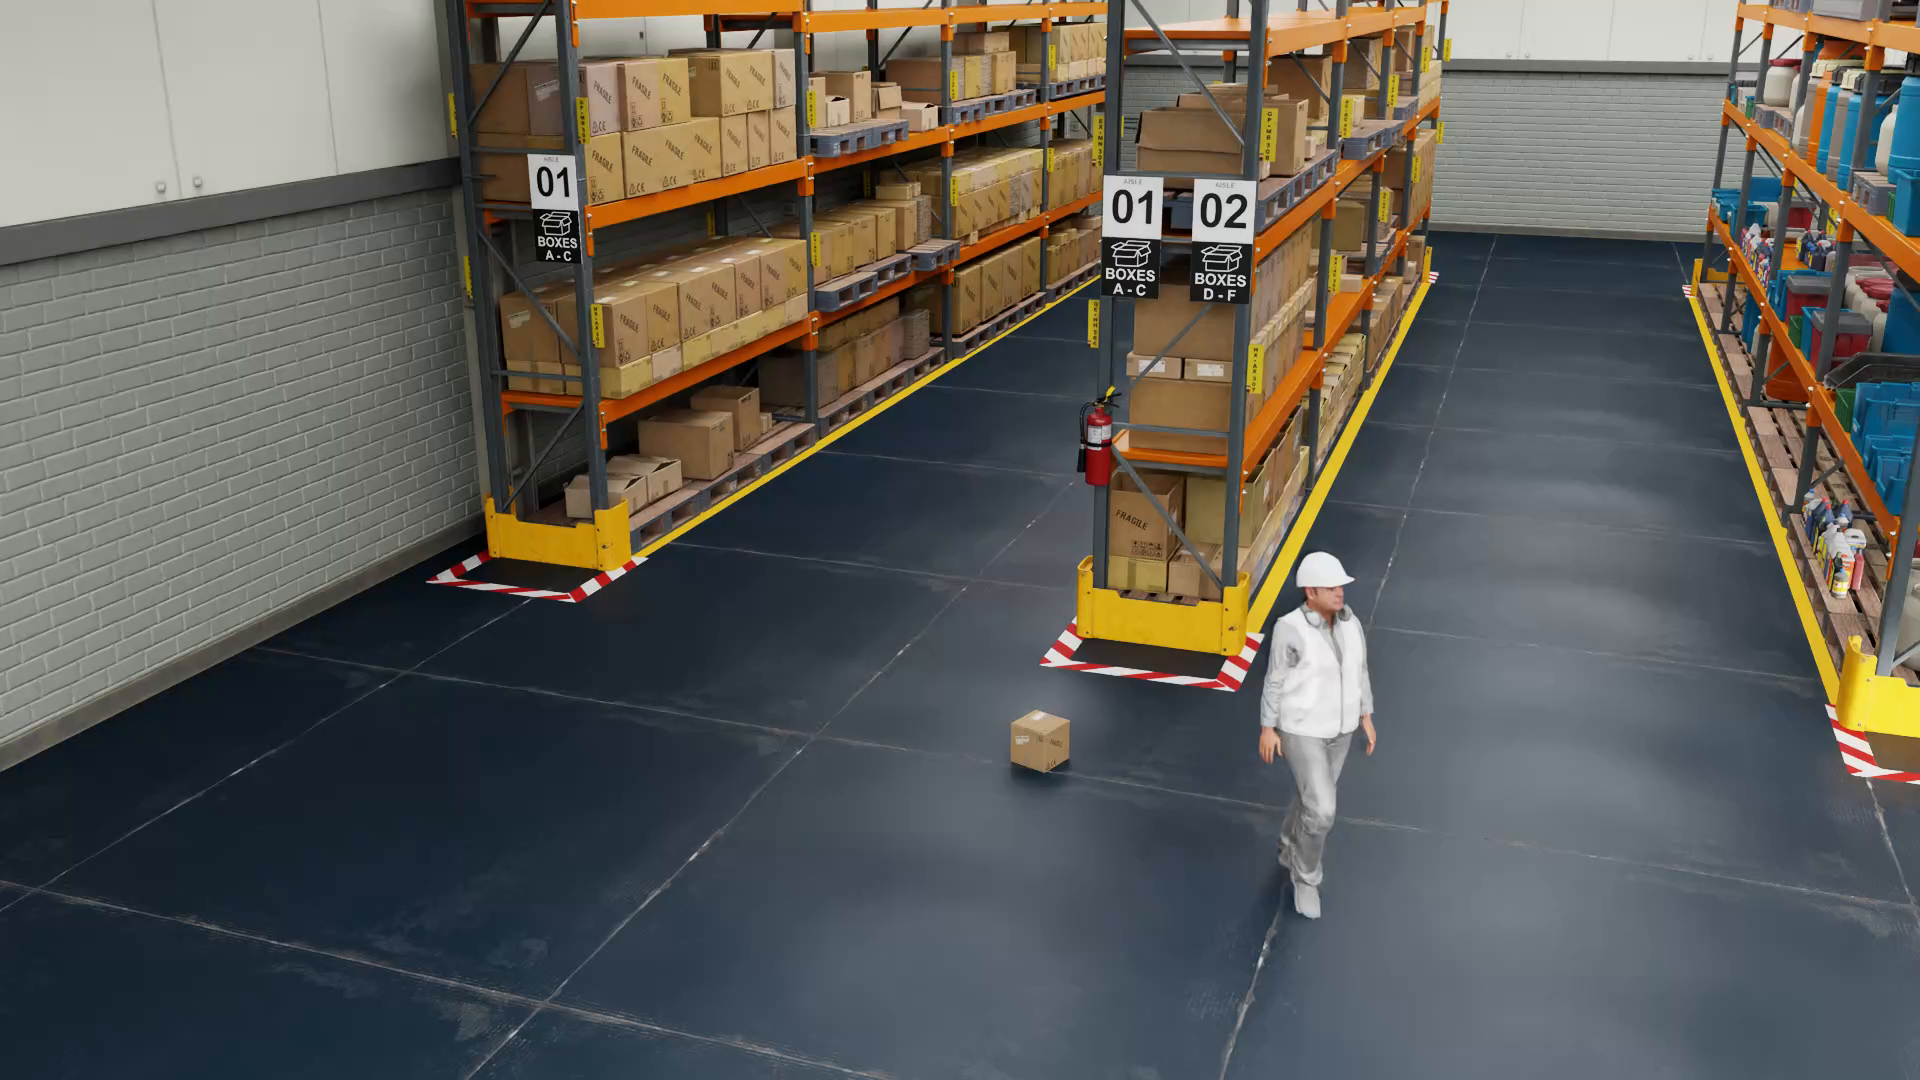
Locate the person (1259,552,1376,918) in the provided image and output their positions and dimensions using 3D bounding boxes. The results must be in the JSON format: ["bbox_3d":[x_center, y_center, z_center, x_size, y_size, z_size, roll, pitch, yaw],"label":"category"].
[{"bbox_3d":[1.782,0.950,8.214,0.572,1.836,0.536,-11,21,-29],"label":"person"}]
